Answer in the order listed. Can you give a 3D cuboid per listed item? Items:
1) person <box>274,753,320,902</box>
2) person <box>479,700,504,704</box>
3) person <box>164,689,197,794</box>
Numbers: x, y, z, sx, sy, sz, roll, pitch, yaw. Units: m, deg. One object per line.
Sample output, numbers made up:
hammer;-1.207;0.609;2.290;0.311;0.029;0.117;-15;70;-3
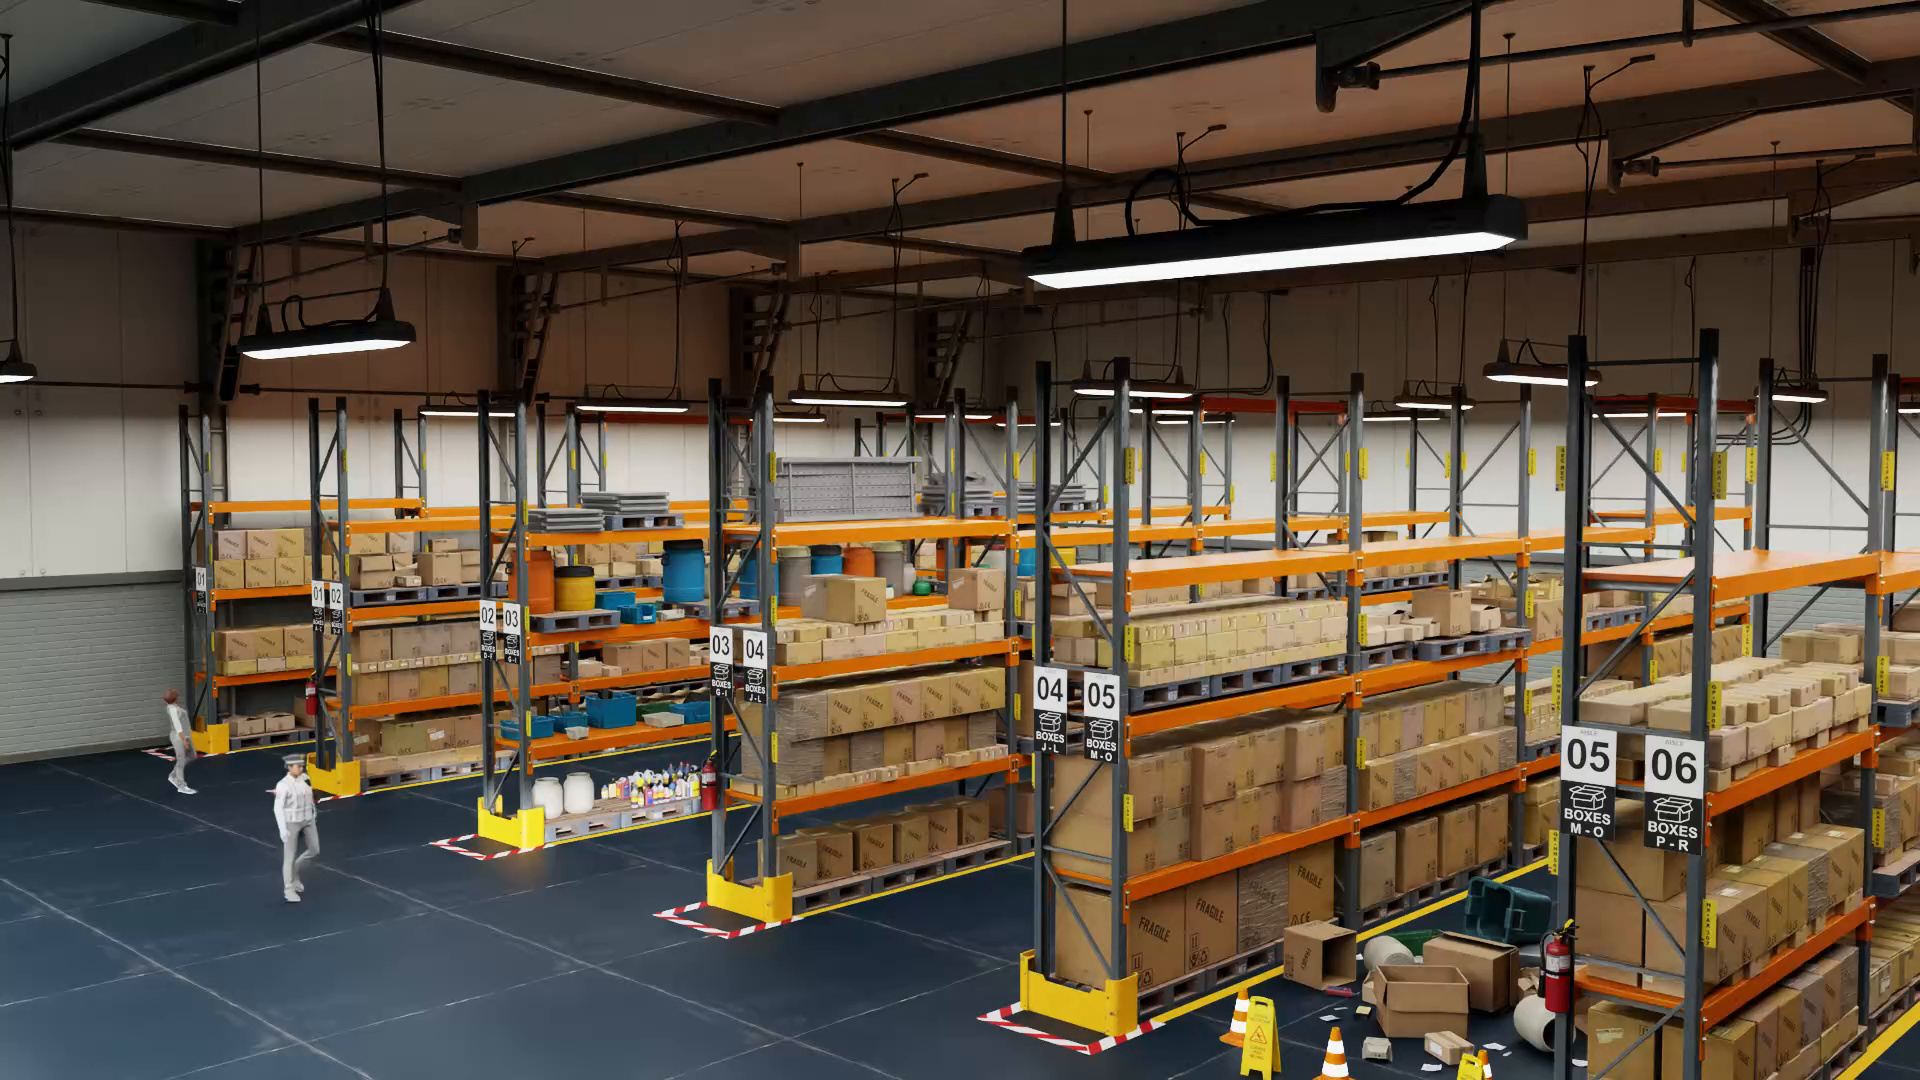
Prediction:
person;-7.706;3.309;19.321;0.504;1.676;0.590;2;3;30
person;-8.225;2.784;29.230;0.505;1.693;0.396;-3;4;-44
person;-11.836;3.041;25.263;0.469;1.594;0.486;0;3;-7
